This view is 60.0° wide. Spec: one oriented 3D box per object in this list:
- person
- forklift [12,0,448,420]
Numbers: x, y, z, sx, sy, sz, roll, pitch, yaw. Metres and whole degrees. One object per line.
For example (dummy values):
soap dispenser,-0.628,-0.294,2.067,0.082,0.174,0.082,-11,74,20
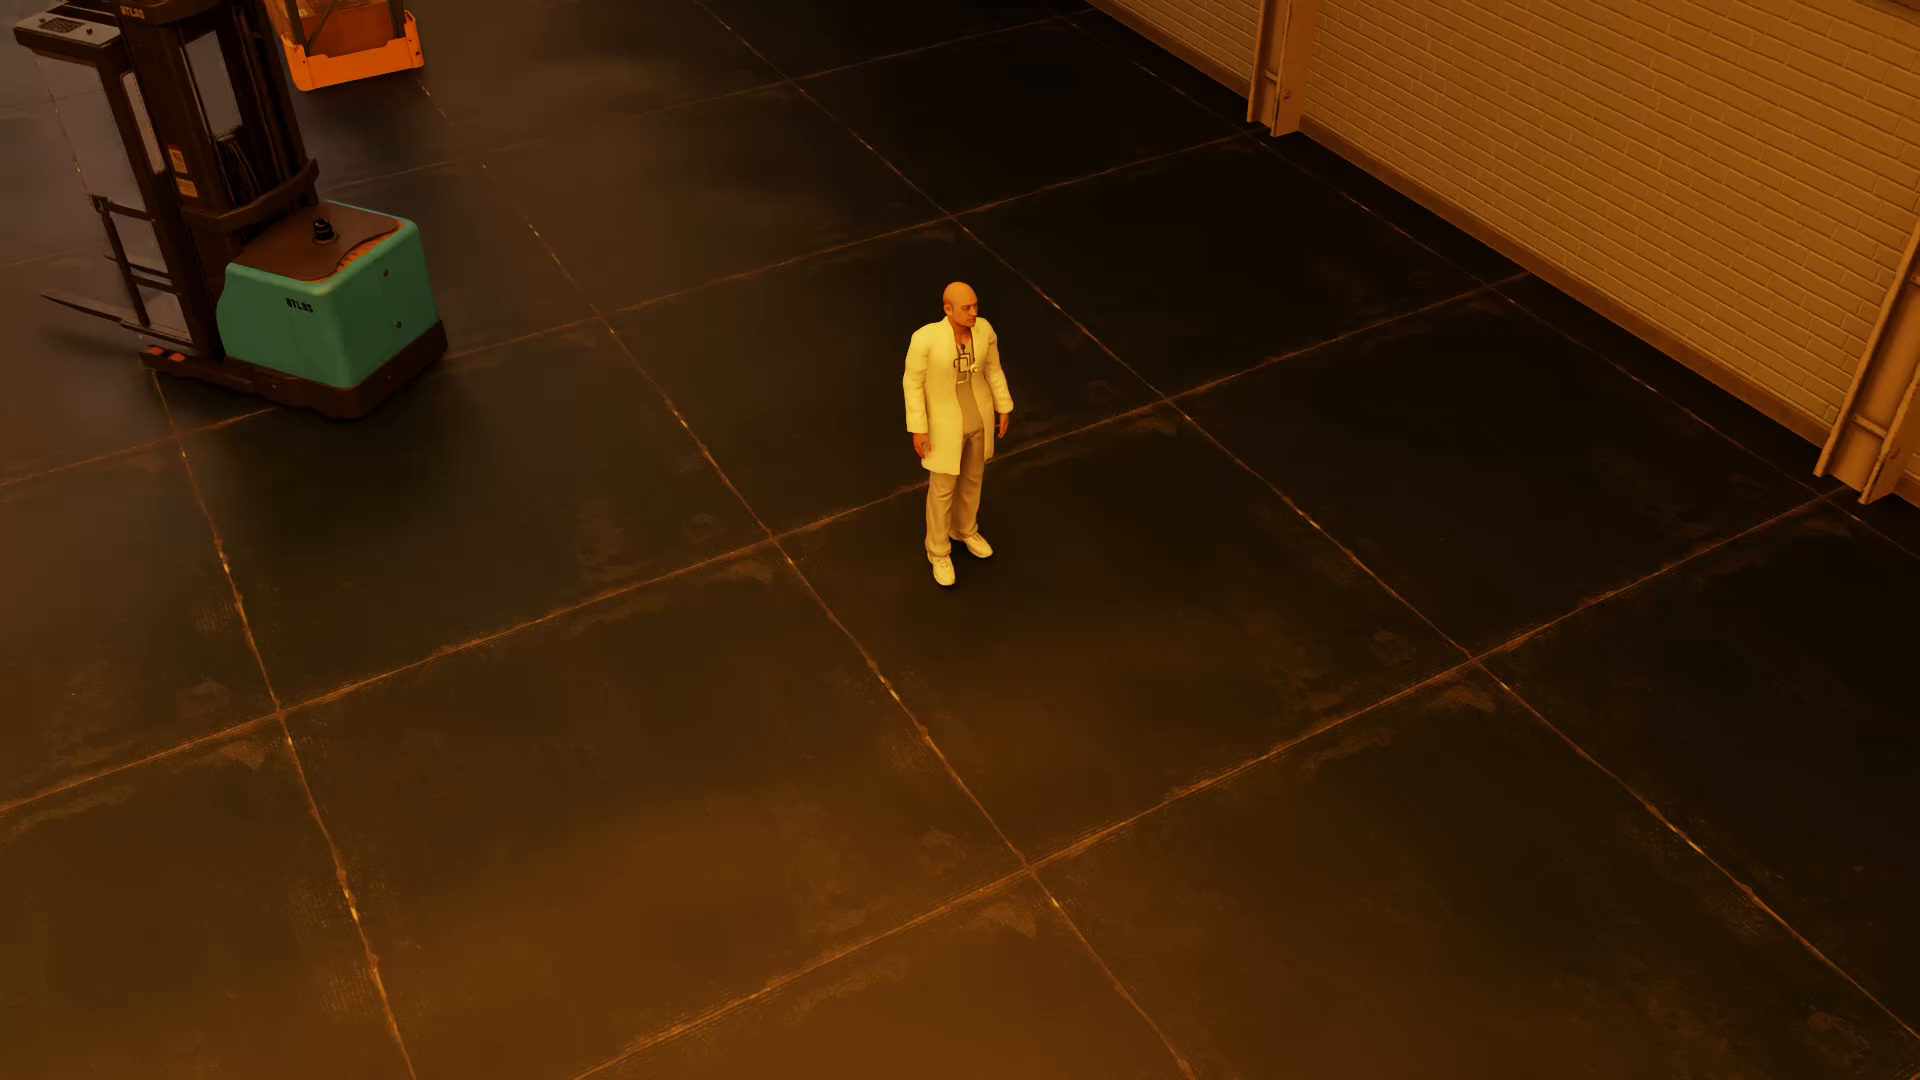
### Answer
person,0.041,-0.638,9.698,0.696,1.775,0.581,-20,44,-23
forklift,-5.220,-2.565,11.129,3.031,2.935,1.130,16,42,18
